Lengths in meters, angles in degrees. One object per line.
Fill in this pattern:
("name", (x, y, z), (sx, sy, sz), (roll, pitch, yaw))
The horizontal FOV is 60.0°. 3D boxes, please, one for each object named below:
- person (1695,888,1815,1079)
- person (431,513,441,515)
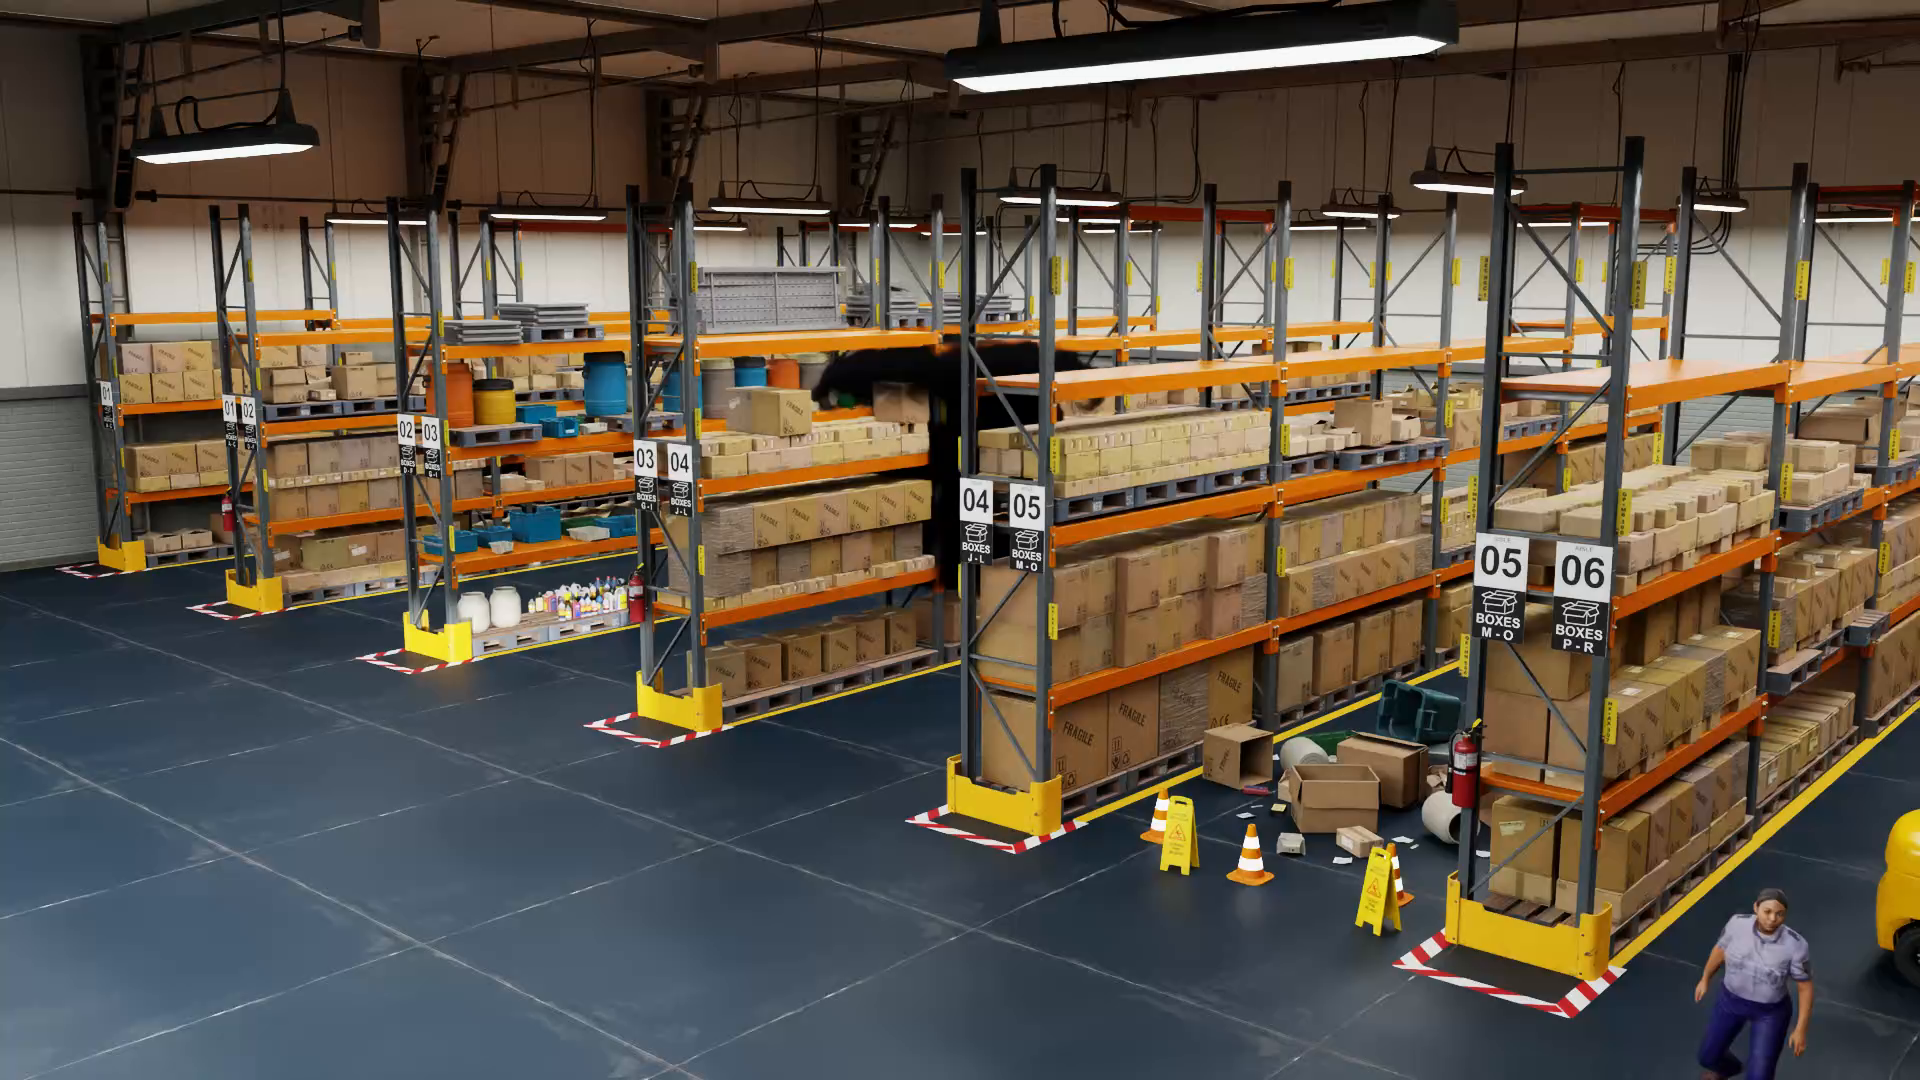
("person", (4.753, 2.765, 9.940), (0.668, 1.576, 0.660), (7, 12, 35))
("person", (-9.682, -0.733, 30.635), (0.644, 1.670, 0.784), (2, 10, 14))
